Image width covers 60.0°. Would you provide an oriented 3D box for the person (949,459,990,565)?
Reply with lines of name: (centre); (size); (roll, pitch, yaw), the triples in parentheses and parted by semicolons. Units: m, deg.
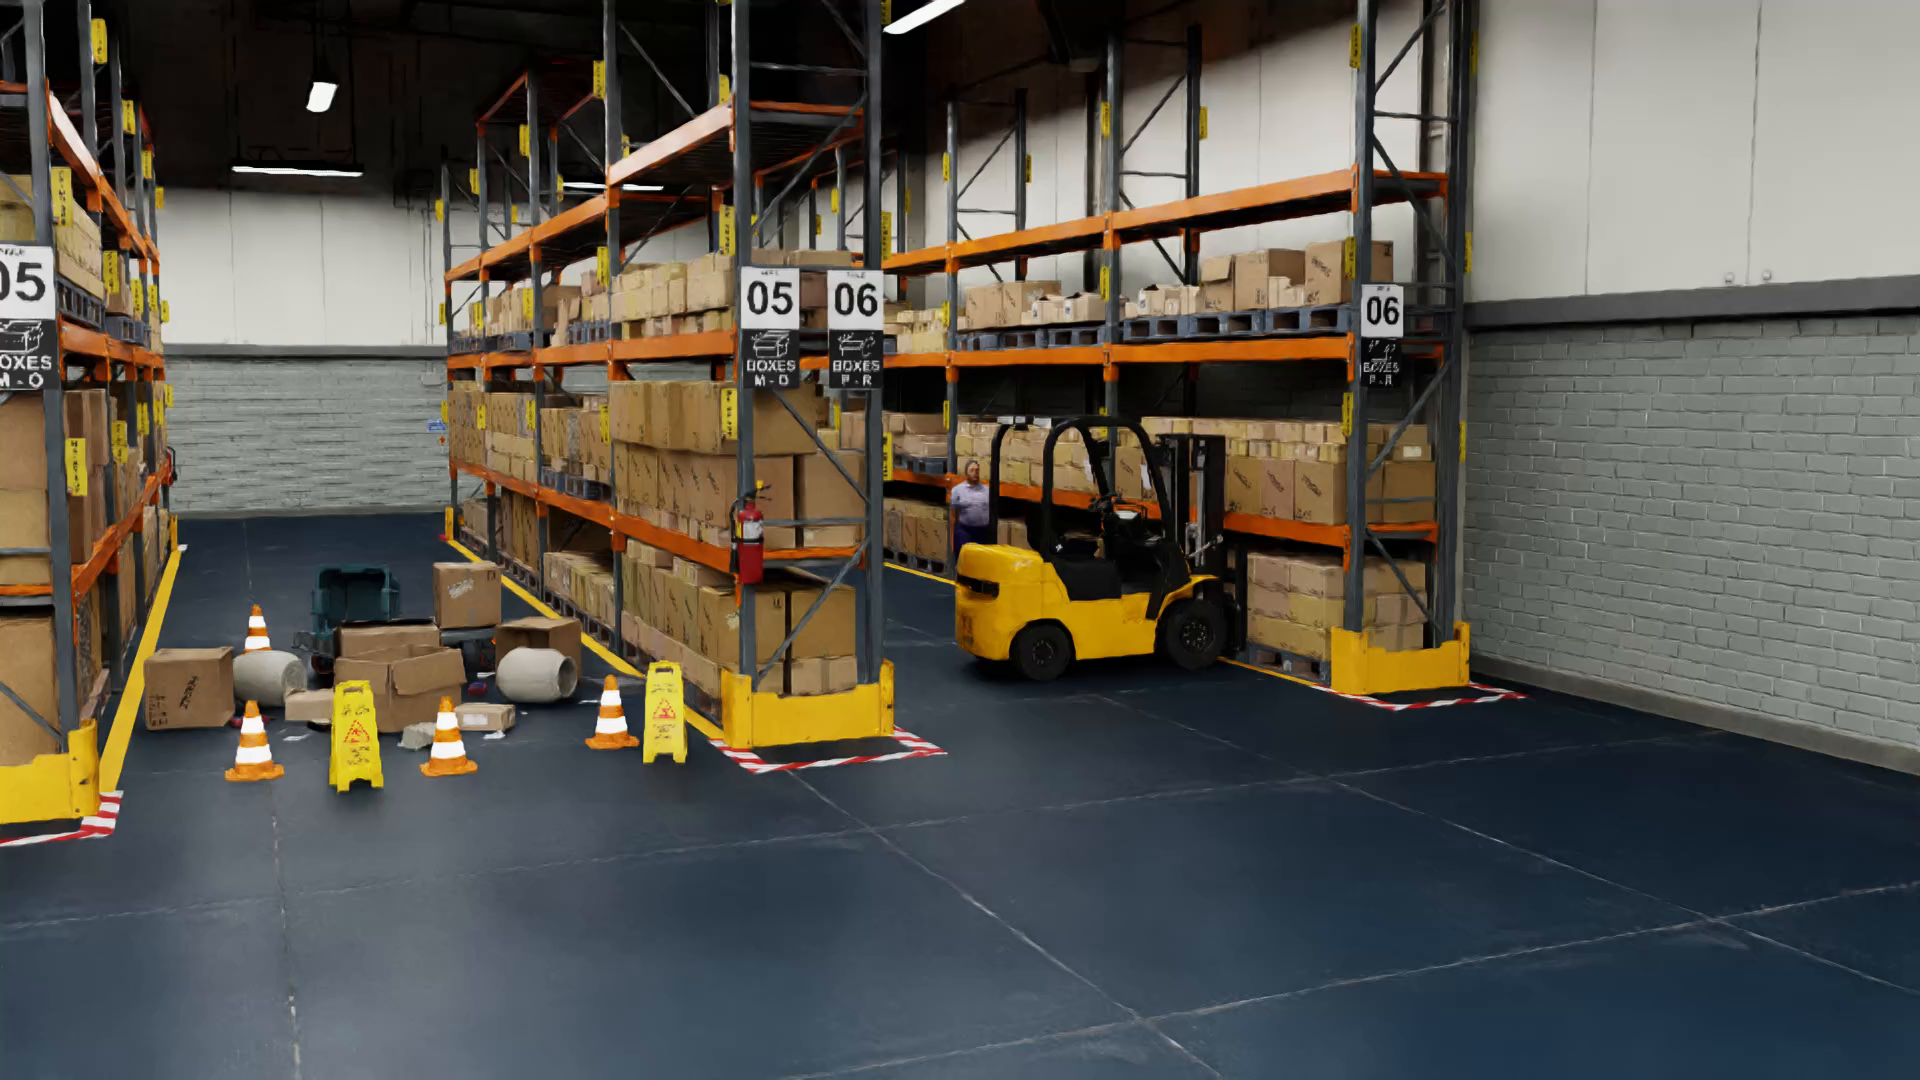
person: (0.174, -0.010, 17.175); (0.483, 1.633, 0.694); (-2, 6, -22)
